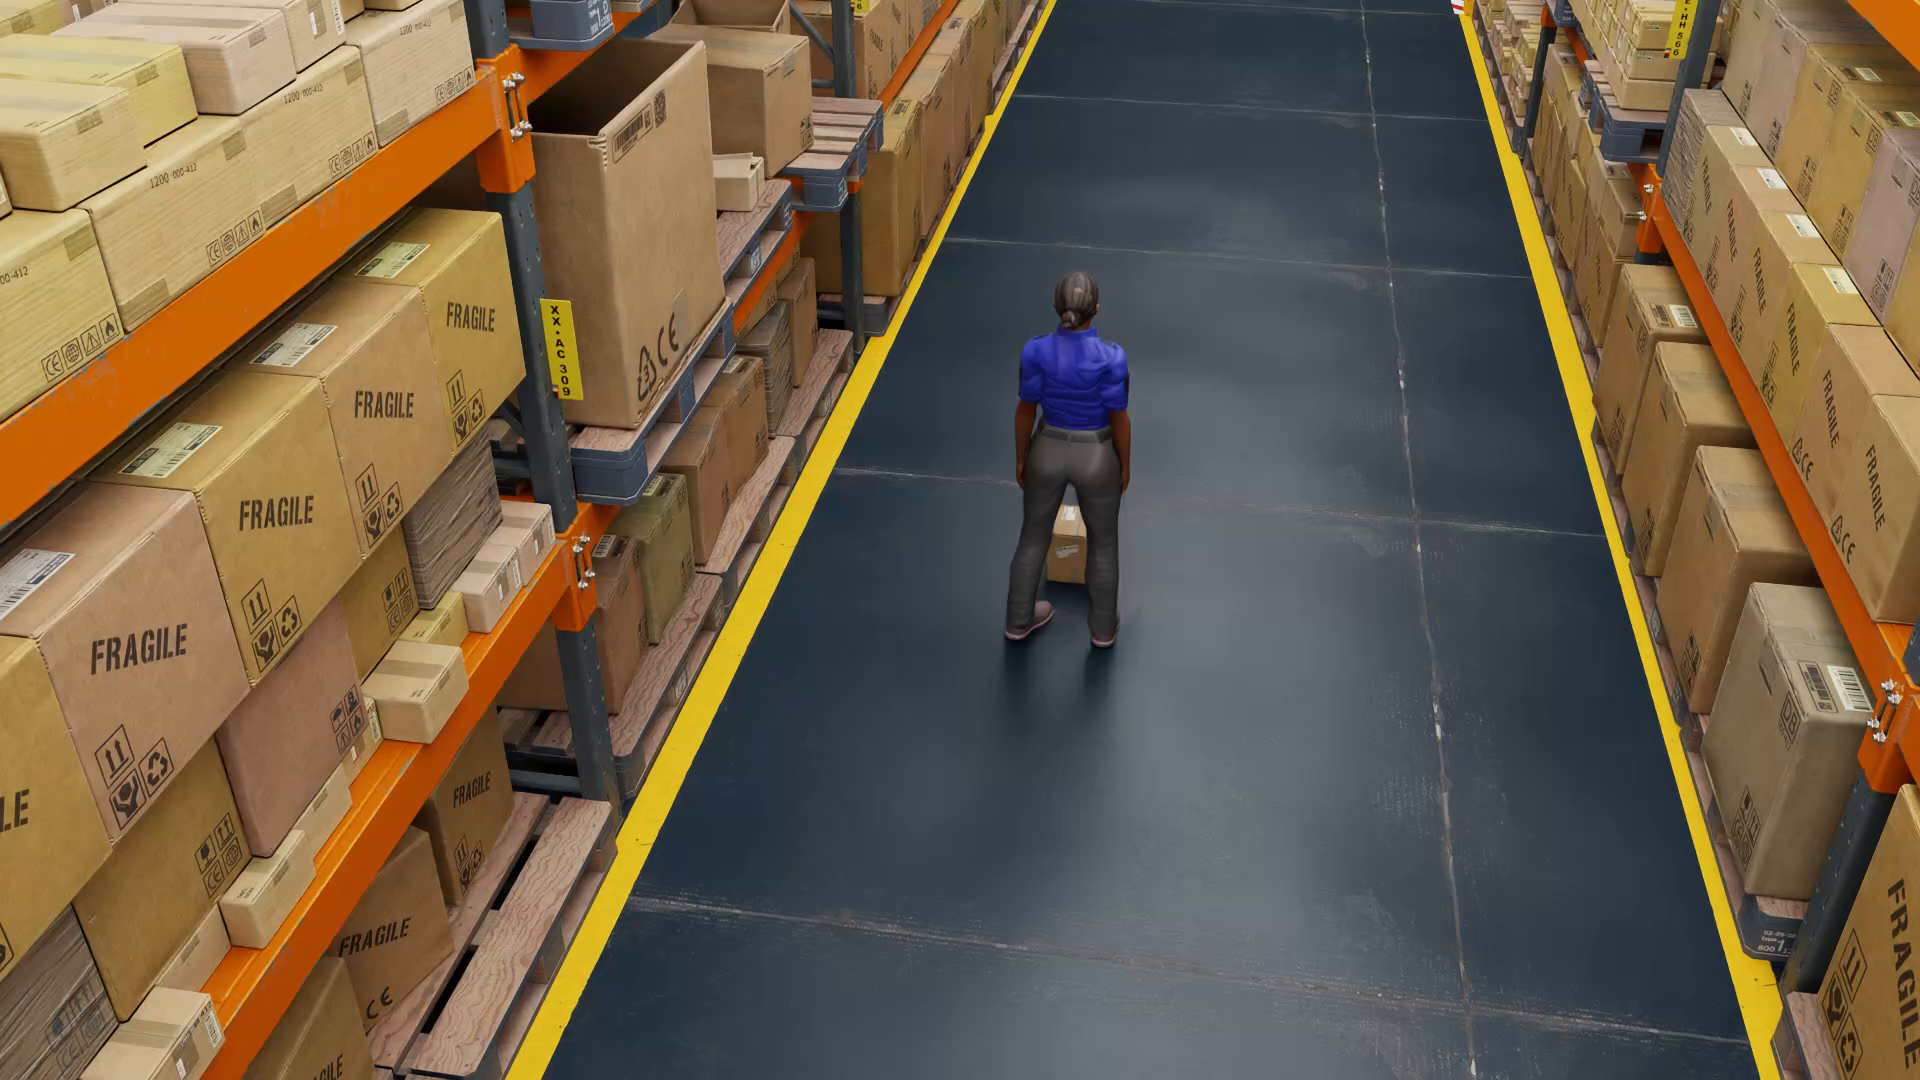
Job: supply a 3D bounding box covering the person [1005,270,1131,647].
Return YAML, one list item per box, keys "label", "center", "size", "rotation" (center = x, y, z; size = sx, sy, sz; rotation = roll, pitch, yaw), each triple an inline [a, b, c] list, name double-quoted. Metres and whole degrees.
- label: "person"
  center: [0.450, -0.322, 6.639]
  size: [0.468, 1.656, 0.362]
  rotation: [9, 34, 14]
